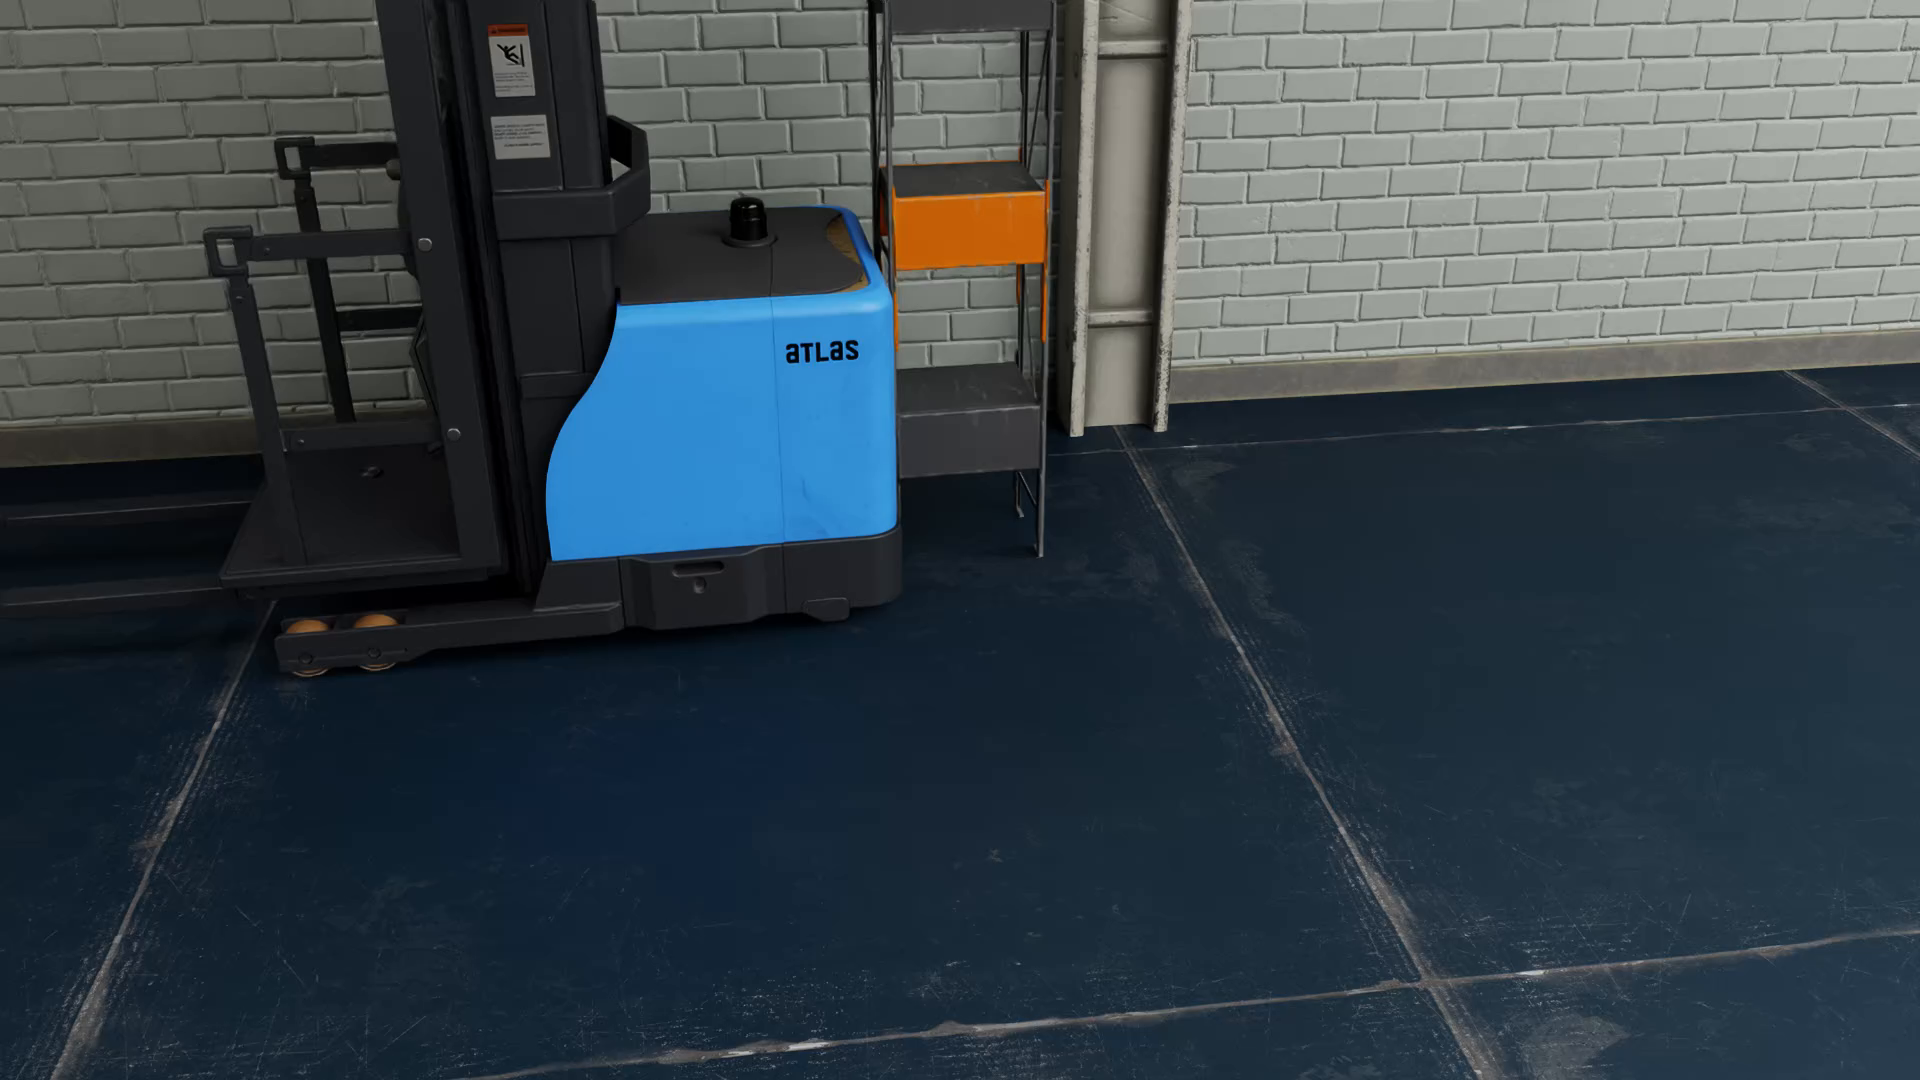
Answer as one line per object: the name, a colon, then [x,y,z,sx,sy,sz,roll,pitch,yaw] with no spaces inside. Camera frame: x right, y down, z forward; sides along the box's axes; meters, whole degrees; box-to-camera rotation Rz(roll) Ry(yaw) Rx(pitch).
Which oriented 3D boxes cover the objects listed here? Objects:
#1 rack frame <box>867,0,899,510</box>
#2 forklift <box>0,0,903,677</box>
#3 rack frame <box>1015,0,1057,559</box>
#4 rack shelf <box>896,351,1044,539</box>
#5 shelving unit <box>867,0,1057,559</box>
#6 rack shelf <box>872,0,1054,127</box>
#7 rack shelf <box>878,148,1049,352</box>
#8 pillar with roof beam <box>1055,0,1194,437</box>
rack frame: [-0.242,-0.922,5.248,0.015,2.100,0.400,-5,28,-9]
forklift: [-1.749,-1.157,4.795,3.031,2.935,1.130,-5,28,-9]
rack frame: [0.239,-0.961,5.323,0.015,2.100,0.400,-5,28,-9]
rack shelf: [-0.001,-0.307,5.611,0.480,0.518,0.431,-5,28,-9]
shelving unit: [-0.001,-0.942,5.286,0.503,2.100,0.431,-5,28,-9]
rack shelf: [-0.001,-1.552,4.972,0.480,0.518,0.431,-5,28,-9]
rack shelf: [-0.001,-0.930,5.292,0.480,0.518,0.431,-5,28,-9]
pillar with roof beam: [1.204,-2.547,0.856,0.400,9.000,9.100,-4,27,-7]
